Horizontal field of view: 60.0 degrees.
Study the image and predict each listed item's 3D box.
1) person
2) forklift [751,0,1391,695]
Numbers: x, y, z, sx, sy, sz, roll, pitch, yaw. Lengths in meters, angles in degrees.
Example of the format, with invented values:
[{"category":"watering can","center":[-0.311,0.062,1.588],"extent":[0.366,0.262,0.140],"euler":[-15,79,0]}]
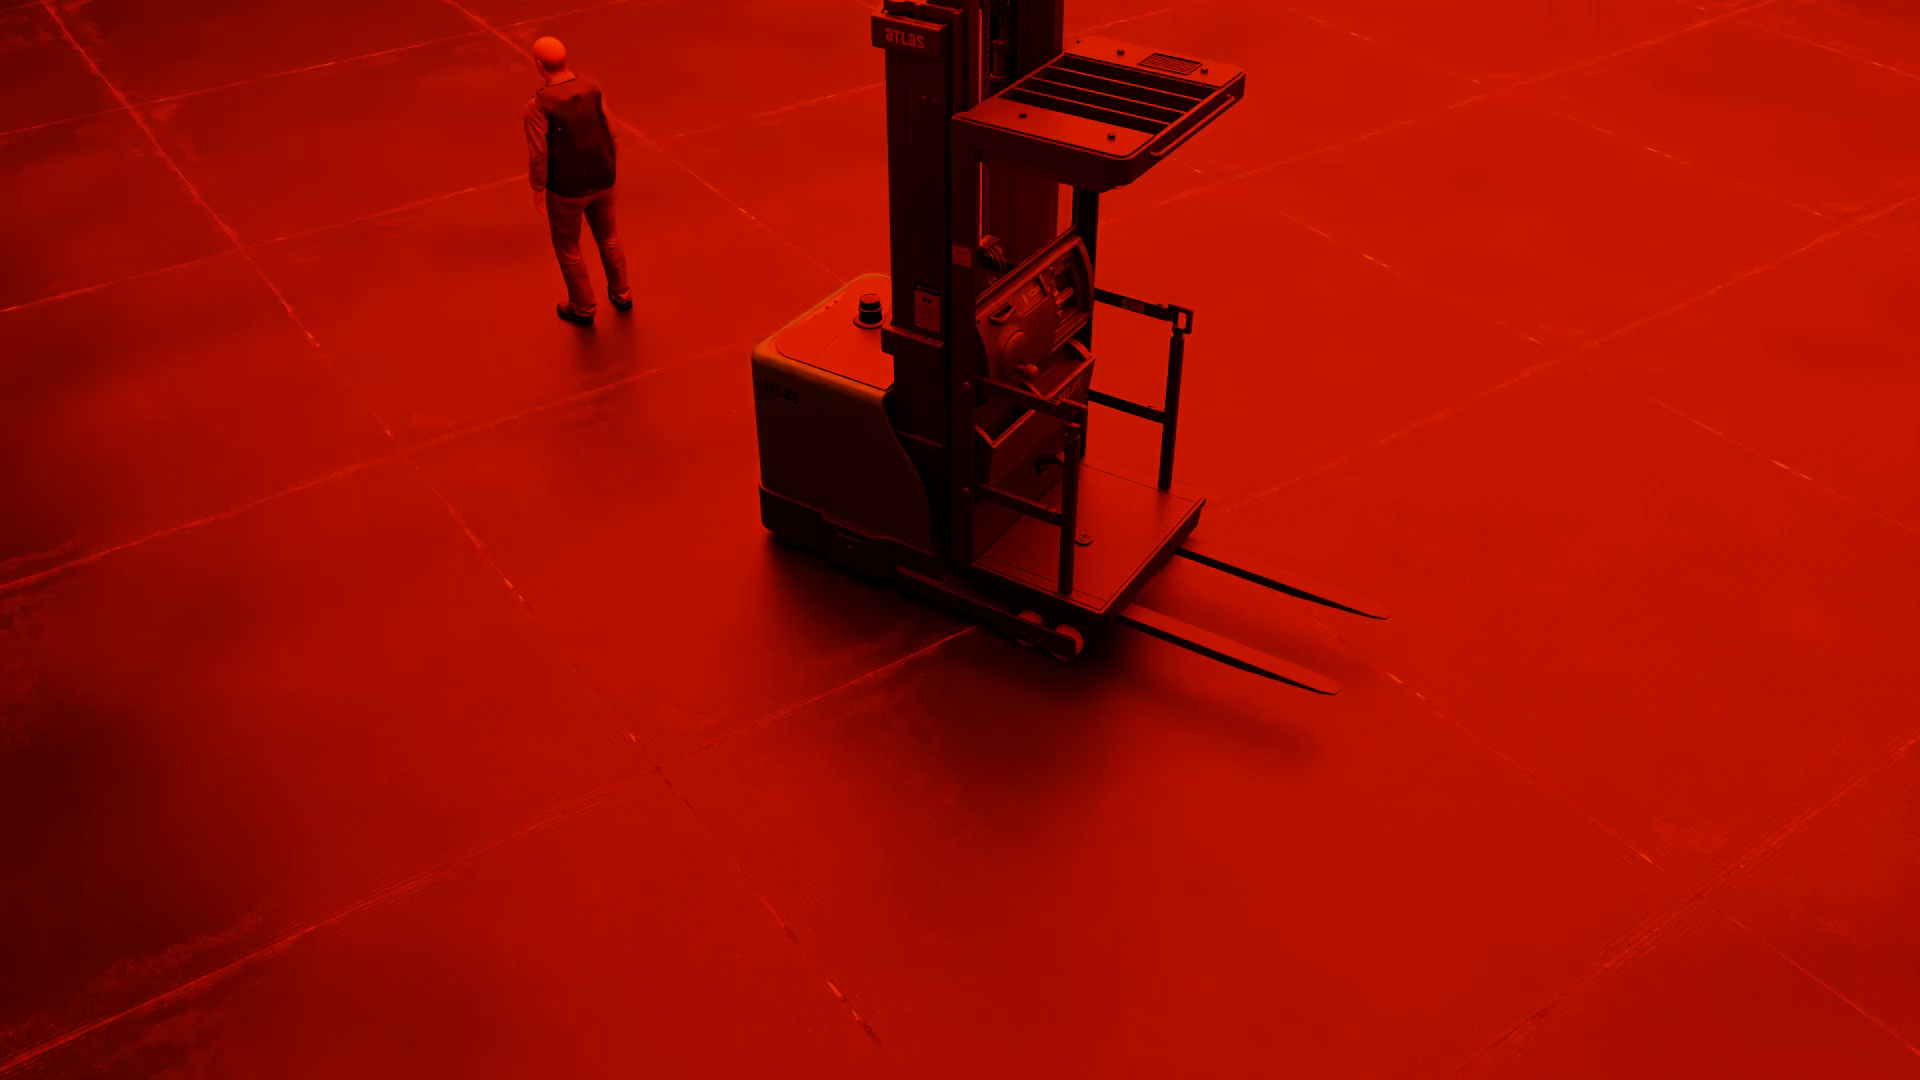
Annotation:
[{"category":"person","center":[-2.245,-2.095,9.797],"extent":[0.584,1.720,0.412],"euler":[-29,45,-33]},{"category":"forklift","center":[0.514,-0.985,7.276],"extent":[3.031,2.935,1.130],"euler":[21,41,26]}]
